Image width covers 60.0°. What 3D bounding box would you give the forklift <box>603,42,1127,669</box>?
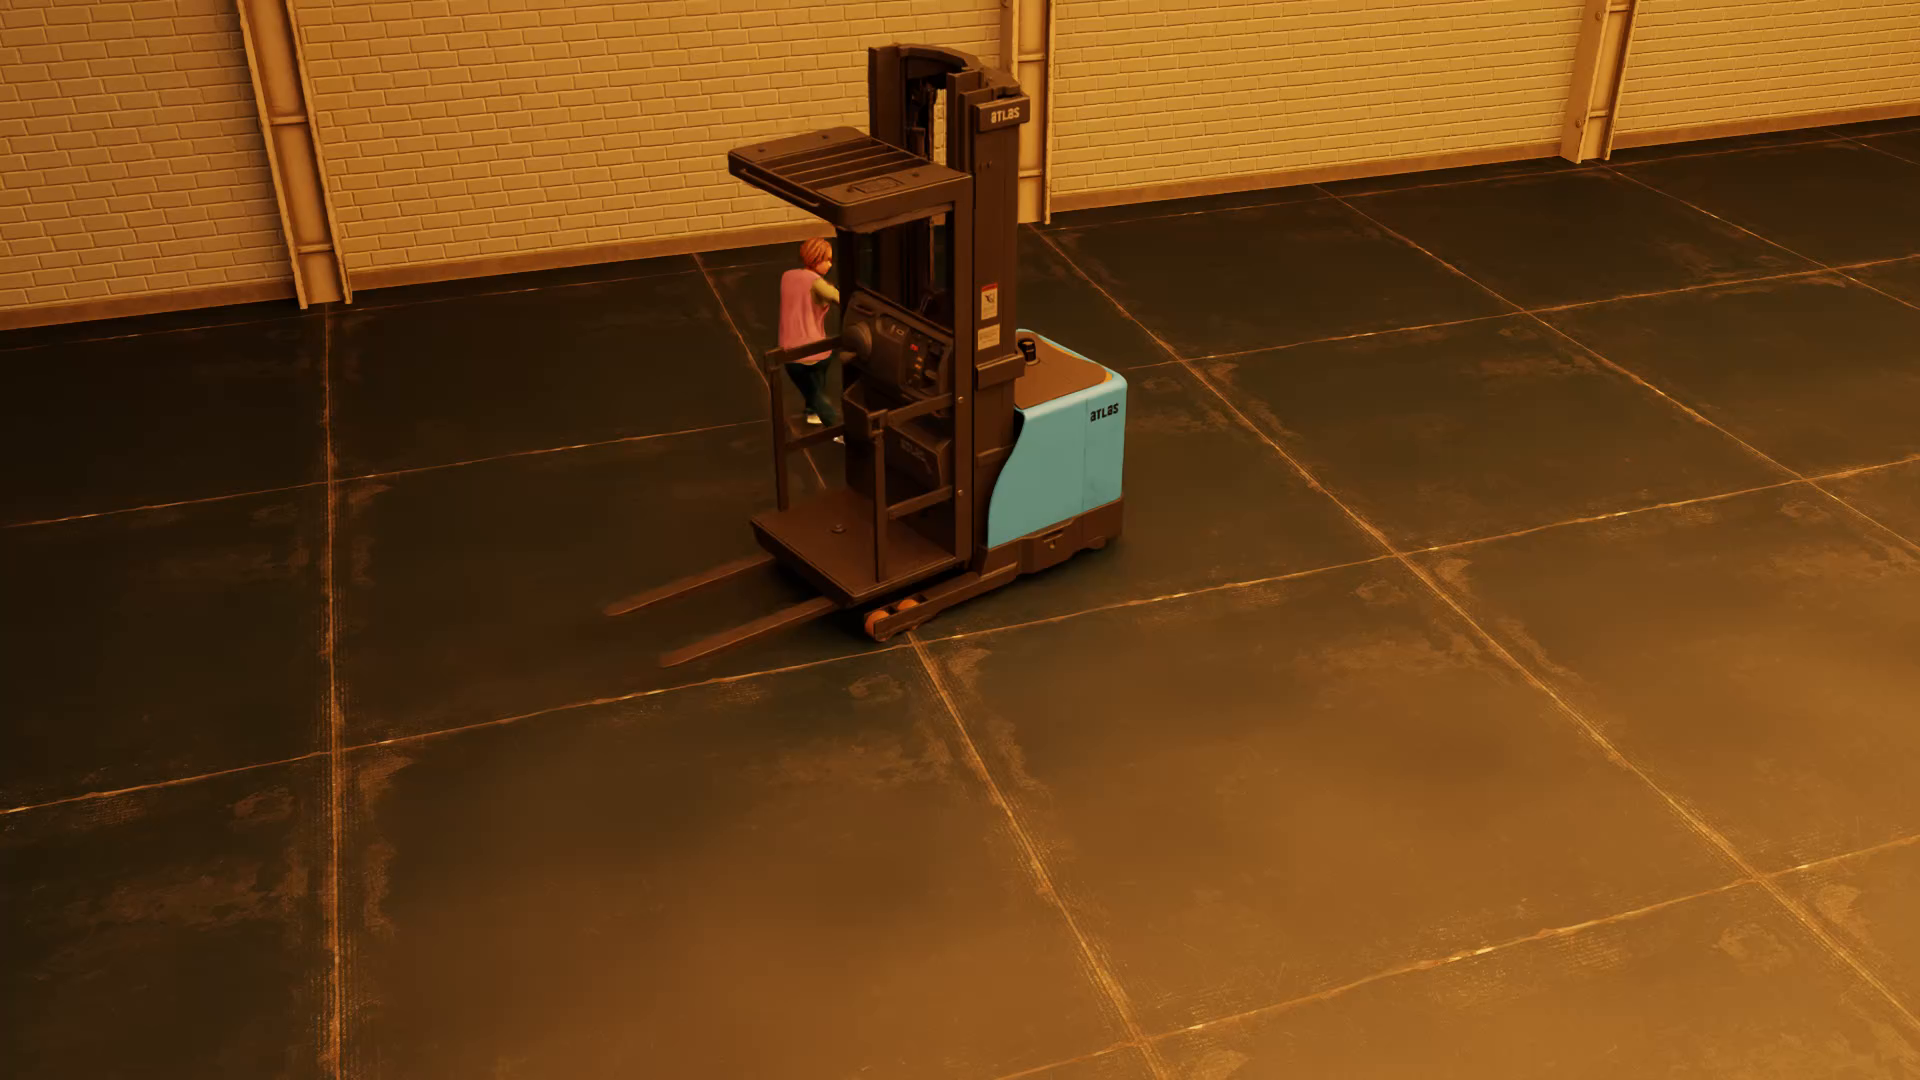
[{"bbox_3d":[-0.511,-1.016,8.853,3.031,2.935,1.130,-21,36,-32],"label":"forklift"}]

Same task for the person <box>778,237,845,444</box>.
[{"bbox_3d":[-0.806,-1.335,11.023,0.727,1.366,1.037,6,30,9],"label":"person"}]
